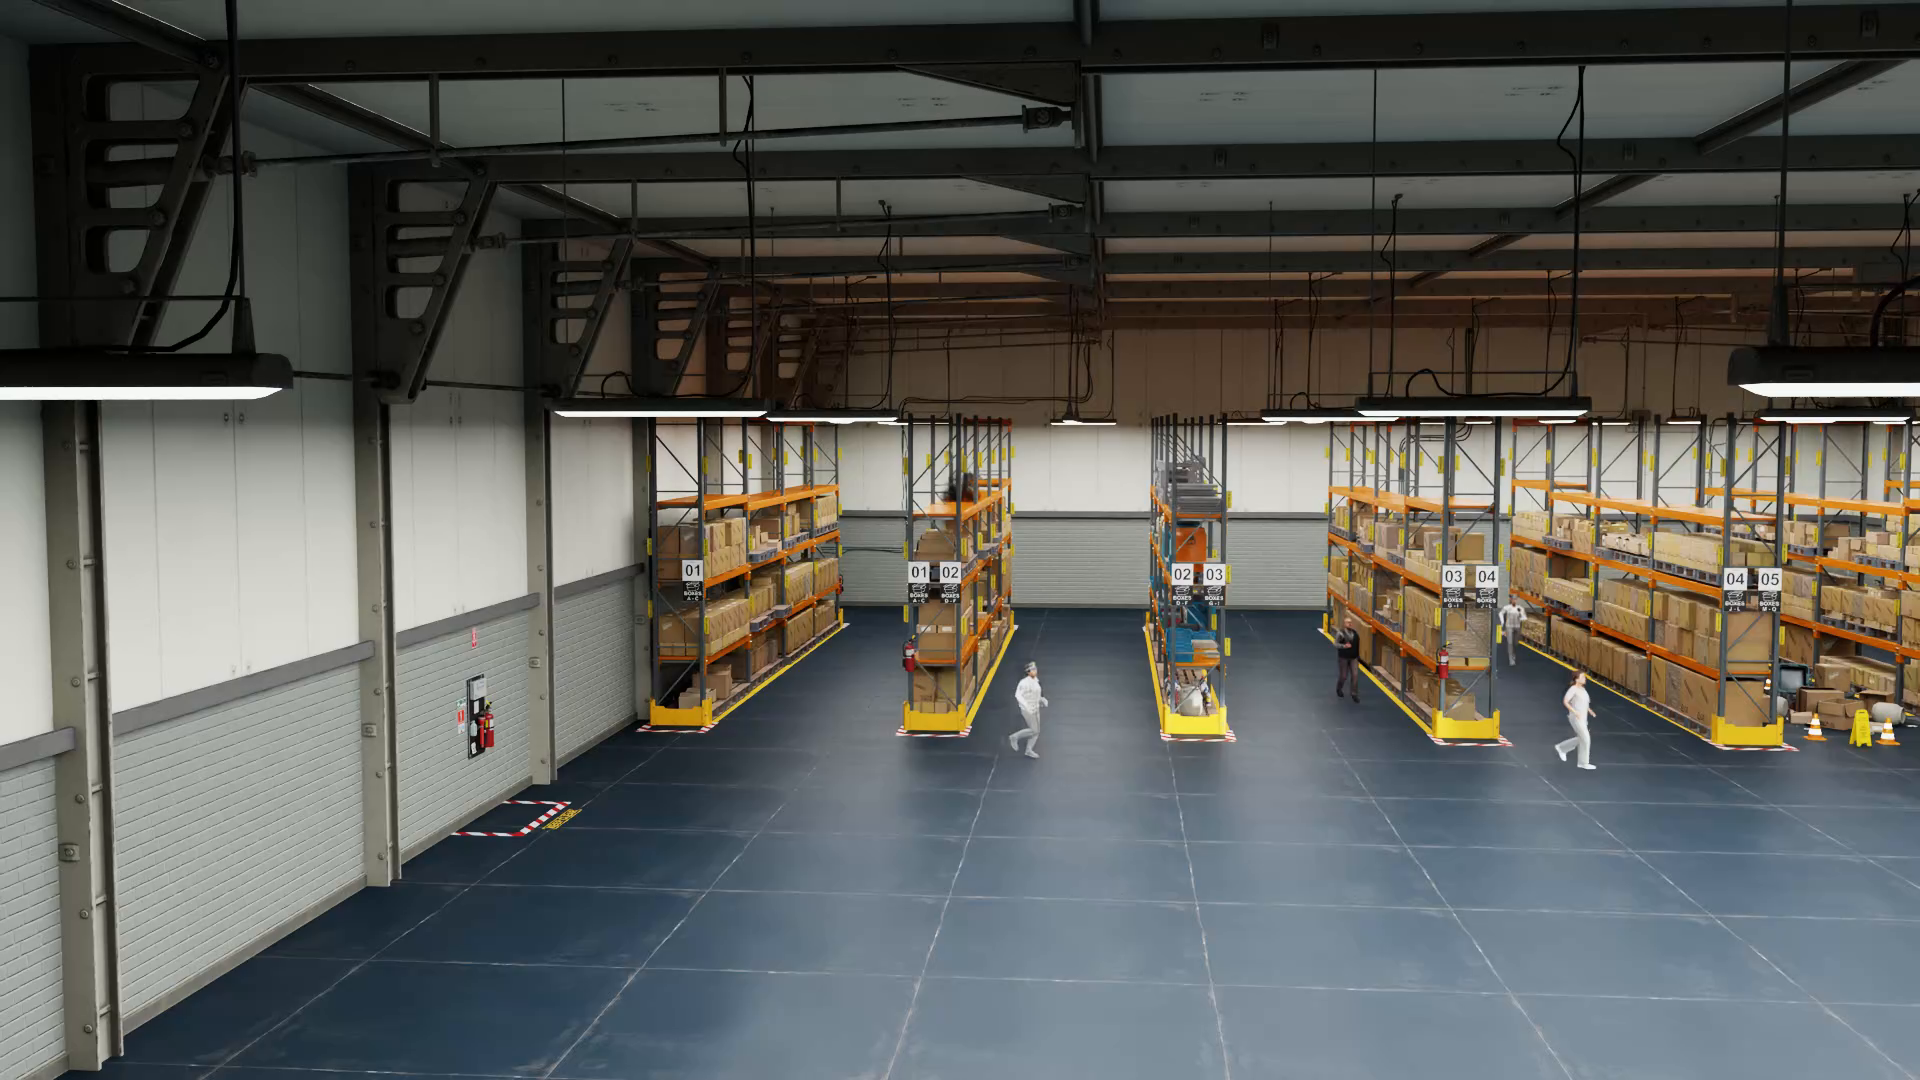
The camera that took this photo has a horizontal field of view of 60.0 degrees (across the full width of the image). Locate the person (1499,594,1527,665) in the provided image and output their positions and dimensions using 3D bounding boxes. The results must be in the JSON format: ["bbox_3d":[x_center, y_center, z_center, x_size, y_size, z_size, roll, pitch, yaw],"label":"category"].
[{"bbox_3d":[13.403,2.139,40.277,0.614,1.687,0.920,1,4,9],"label":"person"}]

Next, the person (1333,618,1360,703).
[{"bbox_3d":[8.128,2.490,34.794,0.661,1.713,0.906,-1,4,-7],"label":"person"}]

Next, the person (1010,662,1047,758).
[{"bbox_3d":[1.214,2.948,29.040,0.594,1.673,0.612,3,5,34],"label":"person"}]

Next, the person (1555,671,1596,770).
[{"bbox_3d":[10.379,3.012,27.990,0.674,1.647,0.586,4,5,44],"label":"person"}]
